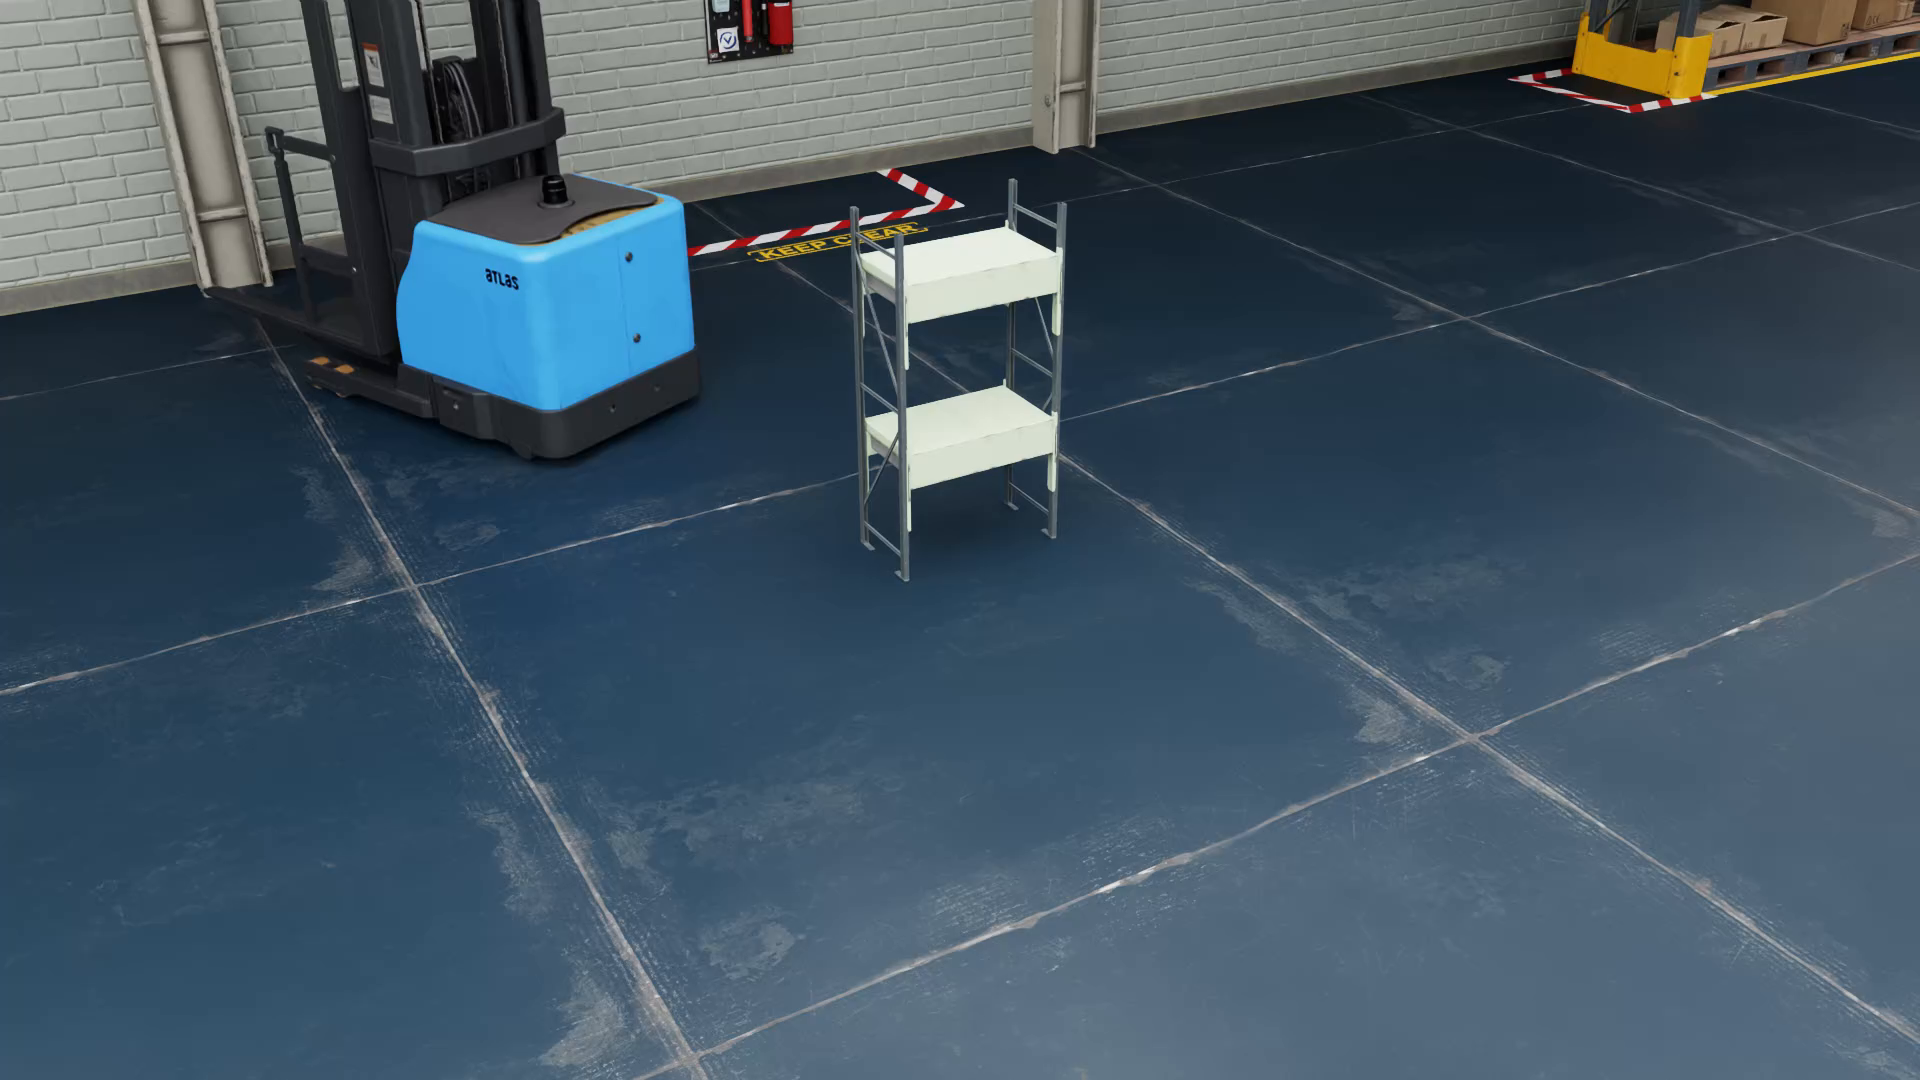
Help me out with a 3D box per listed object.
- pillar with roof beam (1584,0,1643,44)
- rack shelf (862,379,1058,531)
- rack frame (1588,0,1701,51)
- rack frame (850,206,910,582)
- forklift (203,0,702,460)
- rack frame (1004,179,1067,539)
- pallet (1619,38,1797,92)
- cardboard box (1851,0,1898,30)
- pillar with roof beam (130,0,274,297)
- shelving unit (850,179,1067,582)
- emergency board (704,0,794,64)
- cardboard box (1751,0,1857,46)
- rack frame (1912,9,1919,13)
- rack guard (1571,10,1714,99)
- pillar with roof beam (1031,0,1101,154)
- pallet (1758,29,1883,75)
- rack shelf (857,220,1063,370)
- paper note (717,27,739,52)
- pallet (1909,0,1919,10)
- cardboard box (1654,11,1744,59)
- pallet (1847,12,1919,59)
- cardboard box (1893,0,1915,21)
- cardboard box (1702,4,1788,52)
[{"bbox_3d":[8.143,-6.635,9.959,0.400,9.000,9.100,-16,33,-26],"label":"pillar with roof beam"},{"bbox_3d":[-0.006,-0.370,7.042,0.720,0.370,0.431,-16,33,-26],"label":"rack shelf"},{"bbox_3d":[5.796,-5.270,13.695,0.127,3.000,1.000,-16,33,-26],"label":"rack frame"},{"bbox_3d":[-0.321,-0.565,6.722,0.023,1.500,0.400,-16,33,-26],"label":"rack frame"},{"bbox_3d":[-2.819,-2.207,8.215,3.031,2.935,1.130,19,34,30],"label":"forklift"},{"bbox_3d":[0.310,-0.745,7.047,0.023,1.500,0.400,-16,33,-26],"label":"rack frame"},{"bbox_3d":[6.580,-4.252,14.736,1.213,0.211,1.003,-16,33,-26],"label":"pallet"},{"bbox_3d":[8.371,-5.076,15.476,0.500,0.500,0.500,-19,34,-30],"label":"cardboard box"},{"bbox_3d":[-2.203,-3.697,4.636,0.400,9.000,9.100,-16,33,-26],"label":"pillar with roof beam"},{"bbox_3d":[-0.006,-0.655,6.885,0.755,1.500,0.431,-16,33,-26],"label":"shelving unit"},{"bbox_3d":[-1.361,-3.744,10.929,0.643,1.169,0.194,-16,33,-26],"label":"emergency board"},{"bbox_3d":[7.588,-4.798,14.972,0.500,0.500,0.700,-18,34,-29],"label":"cardboard box"},{"bbox_3d":[9.245,-6.249,15.469,0.127,3.000,1.000,-16,33,-26],"label":"rack frame"},{"bbox_3d":[5.862,-4.194,14.332,0.348,0.500,1.175,-16,33,-26],"label":"rack guard"},{"bbox_3d":[2.970,-5.166,7.298,0.400,9.000,9.100,-16,33,-26],"label":"pillar with roof beam"},{"bbox_3d":[7.631,-4.548,15.273,1.213,0.211,1.003,-16,33,-26],"label":"pallet"},{"bbox_3d":[-0.006,-0.997,6.696,0.720,0.370,0.431,-16,33,-26],"label":"rack shelf"},{"bbox_3d":[-1.549,-3.344,11.116,0.142,0.148,0.016,-16,33,-26],"label":"paper note"},{"bbox_3d":[9.916,-5.219,16.489,1.213,0.211,1.003,-16,33,-26],"label":"pallet"},{"bbox_3d":[6.439,-4.417,14.477,0.500,0.311,0.500,-20,35,-32],"label":"cardboard box"},{"bbox_3d":[8.684,-4.849,15.818,1.213,0.211,1.003,-16,33,-26],"label":"pallet"},{"bbox_3d":[8.799,-5.058,15.787,0.250,0.166,0.380,-21,35,-33],"label":"cardboard box"},{"bbox_3d":[6.930,-4.557,14.730,0.500,0.311,0.500,-13,31,-22],"label":"cardboard box"}]
